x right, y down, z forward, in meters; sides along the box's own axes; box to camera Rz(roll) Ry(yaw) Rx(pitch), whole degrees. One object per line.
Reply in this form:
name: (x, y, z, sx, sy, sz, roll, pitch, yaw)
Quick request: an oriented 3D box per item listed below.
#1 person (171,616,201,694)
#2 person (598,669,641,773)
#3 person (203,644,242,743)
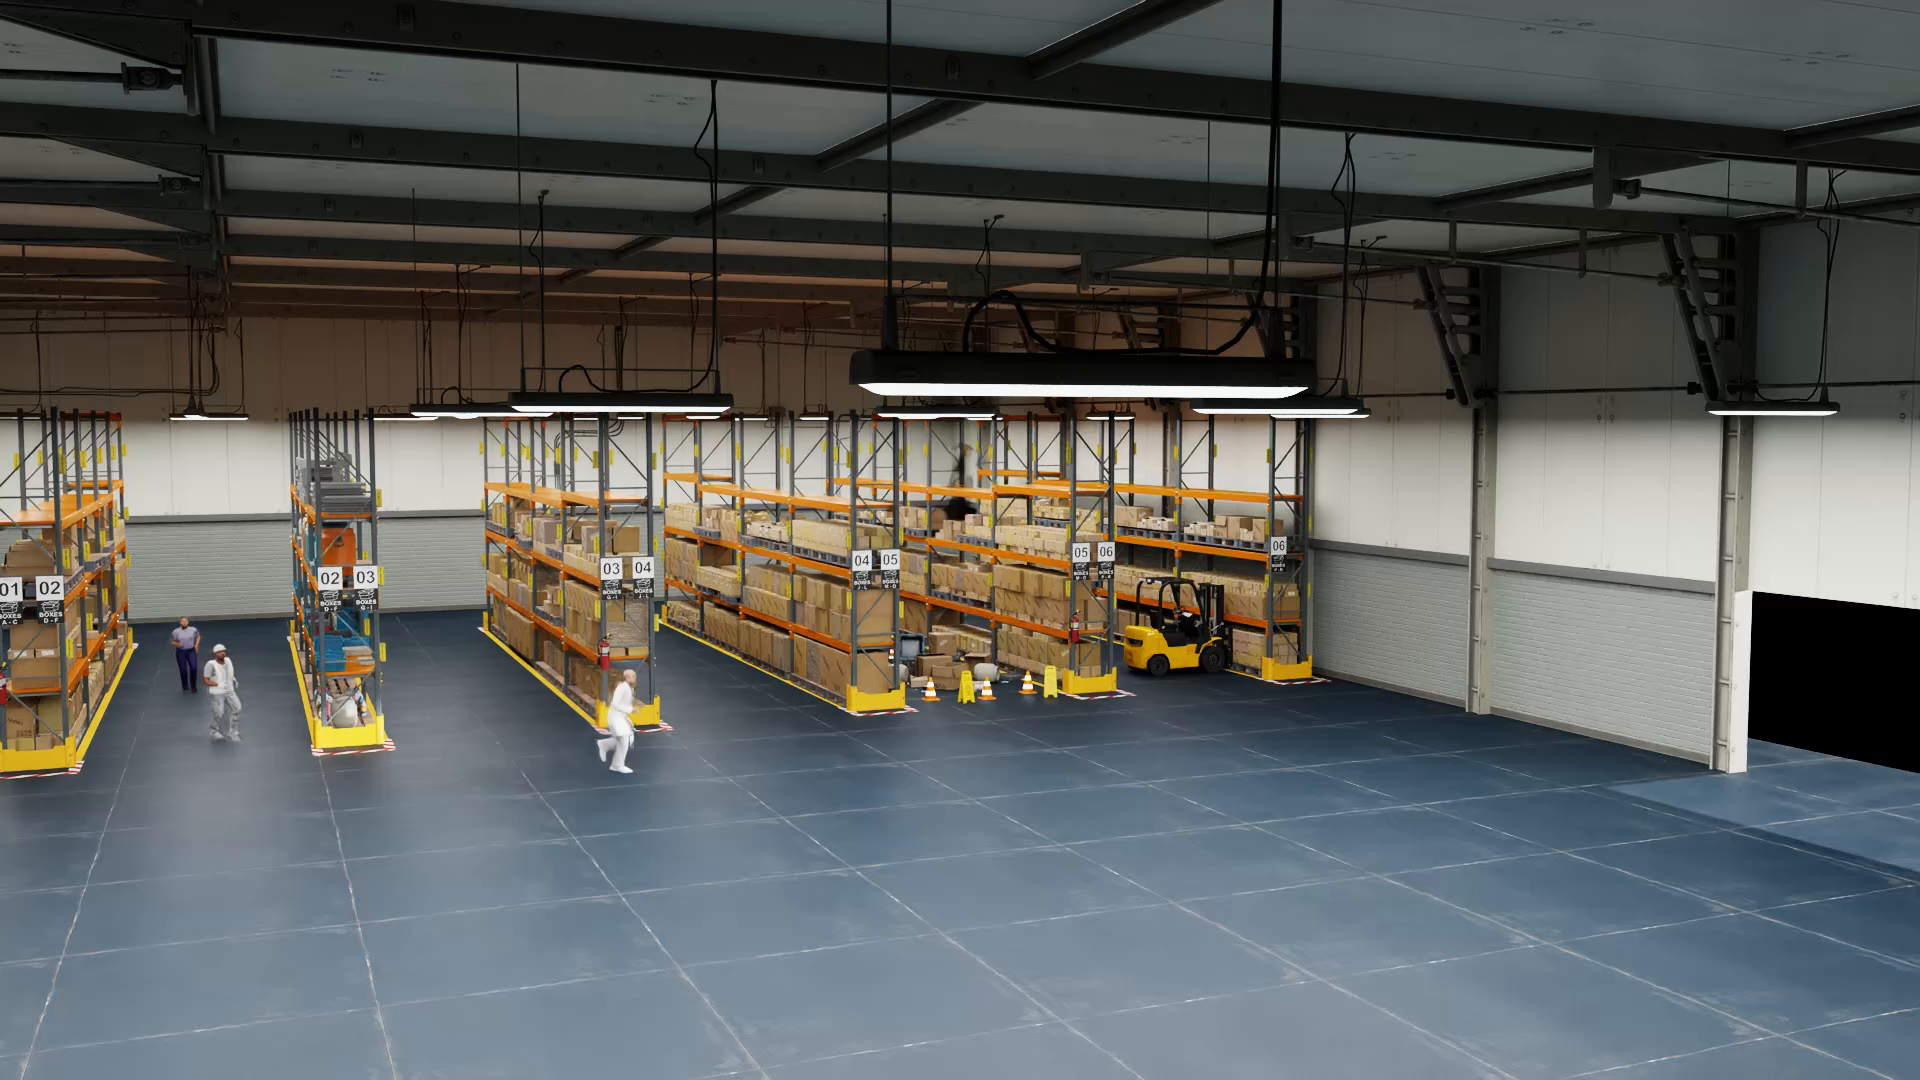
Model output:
person: (-16.407, 2.453, 35.270, 0.579, 1.658, 0.686, -2, 4, -26)
person: (-5.581, 2.971, 27.272, 0.778, 1.723, 0.697, 1, 4, 9)
person: (-13.267, 2.768, 29.808, 0.659, 1.828, 0.707, 2, 5, 29)
